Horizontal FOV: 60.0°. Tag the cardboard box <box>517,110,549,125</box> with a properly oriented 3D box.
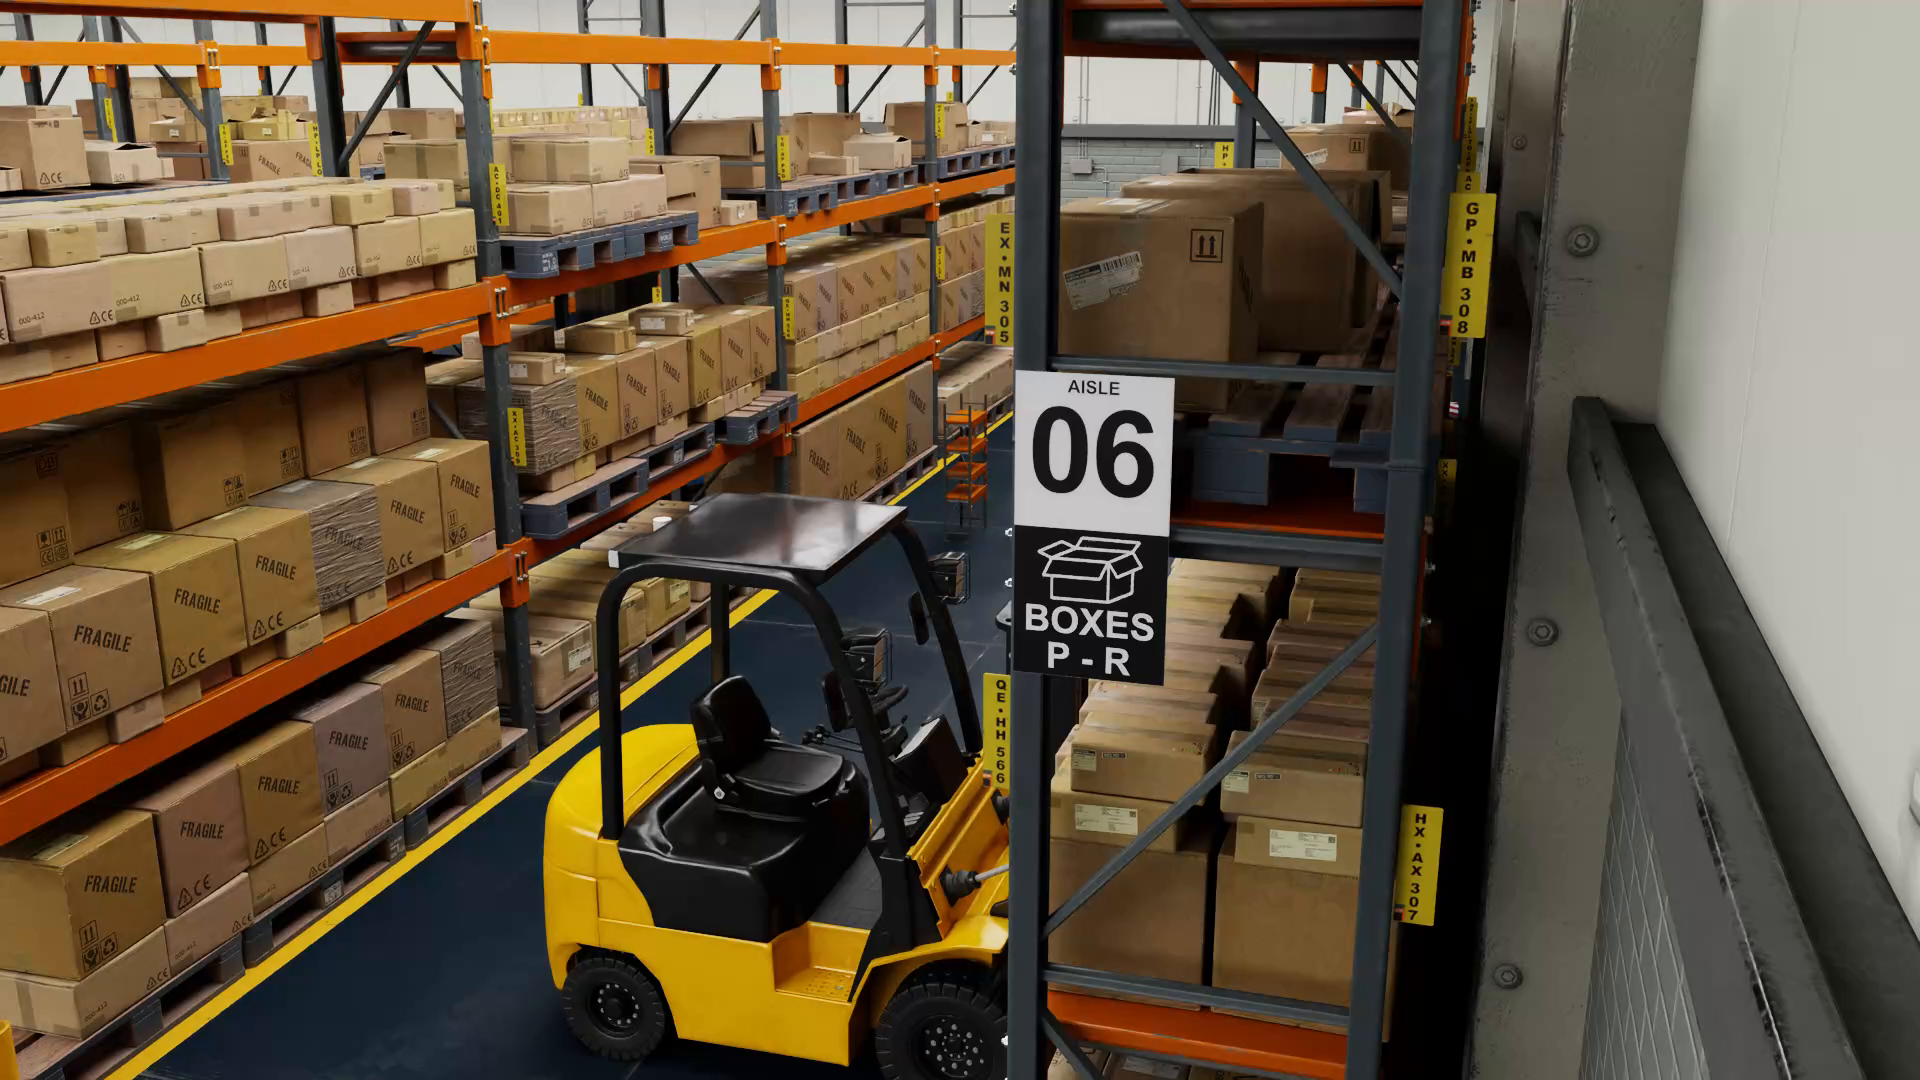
[{"bbox_3d":[-4.885,-4.782,18.823,0.380,0.149,0.250,4,16,14],"label":"cardboard box"}]

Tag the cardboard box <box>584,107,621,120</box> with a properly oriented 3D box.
[{"bbox_3d":[-4.410,-5.265,20.525,0.380,0.149,0.250,4,16,14],"label":"cardboard box"}]

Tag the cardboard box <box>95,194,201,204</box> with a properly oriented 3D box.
[{"bbox_3d":[-3.716,-1.502,7.631,0.380,0.149,0.250,4,16,15],"label":"cardboard box"}]

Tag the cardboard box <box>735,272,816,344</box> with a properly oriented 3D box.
[{"bbox_3d":[-1.485,-1.884,13.460,0.500,0.500,0.500,4,16,14],"label":"cardboard box"}]

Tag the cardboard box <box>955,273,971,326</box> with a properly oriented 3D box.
[{"bbox_3d":[-0.192,-2.574,17.723,0.500,0.500,0.500,5,17,16],"label":"cardboard box"}]

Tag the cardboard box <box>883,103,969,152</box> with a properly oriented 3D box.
[{"bbox_3d":[-0.370,-4.390,17.670,0.797,0.503,0.637,6,17,20],"label":"cardboard box"}]

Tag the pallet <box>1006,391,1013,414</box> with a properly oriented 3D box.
[{"bbox_3d":[0.262,-1.781,20.223,1.003,0.211,1.213,5,16,16],"label":"pallet"}]

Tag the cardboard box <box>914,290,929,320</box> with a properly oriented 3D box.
[{"bbox_3d":[-0.615,-2.326,16.391,0.500,0.250,0.500,5,16,16],"label":"cardboard box"}]

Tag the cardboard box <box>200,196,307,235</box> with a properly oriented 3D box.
[{"bbox_3d":[-3.181,-1.460,7.482,0.380,0.149,0.250,5,17,17],"label":"cardboard box"}]

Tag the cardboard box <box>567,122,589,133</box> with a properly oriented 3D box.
[{"bbox_3d":[-4.695,-4.768,19.504,0.500,0.250,0.500,4,16,13],"label":"cardboard box"}]

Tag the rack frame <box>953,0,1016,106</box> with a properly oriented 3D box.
[{"bbox_3d":[0.414,-6.224,19.783,1.000,3.000,0.127,5,16,16],"label":"rack frame"}]

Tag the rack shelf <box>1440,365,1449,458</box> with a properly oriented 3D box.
[{"bbox_3d":[3.469,-1.038,13.812,1.077,0.370,4.000,5,16,16],"label":"rack shelf"}]

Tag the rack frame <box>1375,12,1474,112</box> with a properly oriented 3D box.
[{"bbox_3d":[5.174,-5.840,18.429,1.000,3.000,0.127,5,16,16],"label":"rack frame"}]

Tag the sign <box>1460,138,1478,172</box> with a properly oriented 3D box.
[{"bbox_3d":[3.430,-2.546,11.219,0.100,0.325,0.005,5,16,16],"label":"sign"}]

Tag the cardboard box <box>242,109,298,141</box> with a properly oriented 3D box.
[{"bbox_3d":[-6.108,-3.681,14.728,0.396,0.266,0.258,5,16,16],"label":"cardboard box"}]

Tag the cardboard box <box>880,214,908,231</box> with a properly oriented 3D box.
[{"bbox_3d":[-0.761,-3.299,17.258,0.380,0.149,0.250,5,17,17],"label":"cardboard box"}]

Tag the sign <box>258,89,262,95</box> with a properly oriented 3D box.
[{"bbox_3d":[-9.618,-6.053,22.929,0.100,0.325,0.005,5,16,16],"label":"sign"}]

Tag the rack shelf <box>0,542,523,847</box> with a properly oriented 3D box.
[{"bbox_3d":[-3.565,0.671,7.786,1.077,0.370,4.000,5,16,16],"label":"rack shelf"}]

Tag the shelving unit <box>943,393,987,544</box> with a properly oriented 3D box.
[{"bbox_3d":[0.047,-0.621,14.318,0.258,1.200,0.503,5,16,16],"label":"shelving unit"}]

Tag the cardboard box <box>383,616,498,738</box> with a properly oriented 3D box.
[{"bbox_3d":[-2.907,0.737,9.129,0.500,0.500,0.500,4,16,15],"label":"cardboard box"}]

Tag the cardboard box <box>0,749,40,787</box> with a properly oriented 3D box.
[{"bbox_3d":[-3.780,0.829,6.371,0.380,0.149,0.250,5,17,17],"label":"cardboard box"}]

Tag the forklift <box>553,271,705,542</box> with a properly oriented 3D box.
[{"bbox_3d":[-3.413,-1.551,14.426,3.031,2.935,1.130,-14,21,-40],"label":"forklift"}]

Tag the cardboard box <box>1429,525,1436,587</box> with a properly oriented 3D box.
[{"bbox_3d":[3.289,0.051,12.465,0.500,0.500,0.500,5,17,18],"label":"cardboard box"}]

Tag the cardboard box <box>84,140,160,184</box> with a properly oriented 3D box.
[{"bbox_3d":[-6.644,-2.956,12.968,0.500,0.311,0.500,5,16,16],"label":"cardboard box"}]

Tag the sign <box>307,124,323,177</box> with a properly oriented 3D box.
[{"bbox_3d":[-3.529,-2.122,9.148,0.100,0.325,0.005,5,16,16],"label":"sign"}]

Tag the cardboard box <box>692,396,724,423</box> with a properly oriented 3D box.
[{"bbox_3d":[-1.907,-0.939,11.833,0.380,0.149,0.250,5,17,17],"label":"cardboard box"}]

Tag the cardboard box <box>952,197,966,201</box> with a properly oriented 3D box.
[{"bbox_3d":[-0.142,-3.975,19.641,0.380,0.149,0.250,5,17,18],"label":"cardboard box"}]

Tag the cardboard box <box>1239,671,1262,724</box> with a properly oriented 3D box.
[{"bbox_3d":[0.817,0.765,5.950,0.500,0.500,0.500,4,16,15],"label":"cardboard box"}]

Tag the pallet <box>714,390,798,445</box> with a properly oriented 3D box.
[{"bbox_3d":[-1.960,-0.958,12.562,1.213,0.211,1.003,5,16,16],"label":"pallet"}]

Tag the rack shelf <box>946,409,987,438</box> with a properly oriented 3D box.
[{"bbox_3d":[0.047,-0.999,14.211,0.258,0.148,0.480,5,16,16],"label":"rack shelf"}]

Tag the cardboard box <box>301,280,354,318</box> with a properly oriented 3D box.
[{"bbox_3d":[-3.100,-1.147,7.838,0.380,0.149,0.250,5,17,17],"label":"cardboard box"}]

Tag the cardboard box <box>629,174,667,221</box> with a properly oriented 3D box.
[{"bbox_3d":[-2.181,-2.160,10.455,0.500,0.250,0.500,4,16,15],"label":"cardboard box"}]

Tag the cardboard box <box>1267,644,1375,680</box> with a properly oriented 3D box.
[{"bbox_3d":[1.180,0.458,5.302,0.380,0.149,0.250,5,17,16],"label":"cardboard box"}]

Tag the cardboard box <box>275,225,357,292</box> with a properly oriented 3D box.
[{"bbox_3d":[-3.165,-1.312,7.690,0.500,0.250,0.500,4,16,15],"label":"cardboard box"}]

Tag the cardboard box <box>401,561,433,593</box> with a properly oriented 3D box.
[{"bbox_3d":[-3.009,0.158,8.736,0.380,0.149,0.250,5,17,16],"label":"cardboard box"}]

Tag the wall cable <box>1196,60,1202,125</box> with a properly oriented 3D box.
[{"bbox_3d":[2.481,-7.675,24.898,2.355,3.000,0.029,5,16,16],"label":"wall cable"}]

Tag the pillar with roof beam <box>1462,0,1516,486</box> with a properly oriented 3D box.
[{"bbox_3d":[0.972,-5.240,16.312,9.100,9.000,0.400,5,16,16],"label":"pillar with roof beam"}]

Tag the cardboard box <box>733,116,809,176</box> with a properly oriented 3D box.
[{"bbox_3d":[-1.637,-3.422,14.447,0.500,0.500,0.500,5,17,16],"label":"cardboard box"}]

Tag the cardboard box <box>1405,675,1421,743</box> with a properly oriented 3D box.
[{"bbox_3d":[1.333,0.543,5.547,0.380,0.149,0.250,5,17,16],"label":"cardboard box"}]

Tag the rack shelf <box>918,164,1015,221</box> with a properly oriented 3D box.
[{"bbox_3d":[-0.154,-3.912,18.446,1.077,0.370,4.000,5,16,16],"label":"rack shelf"}]

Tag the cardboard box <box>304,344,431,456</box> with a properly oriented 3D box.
[{"bbox_3d":[-3.329,-0.773,8.996,0.700,0.500,0.500,4,16,15],"label":"cardboard box"}]

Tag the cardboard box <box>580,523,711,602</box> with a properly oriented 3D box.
[{"bbox_3d":[-2.232,0.158,12.322,0.950,0.372,0.625,4,16,15],"label":"cardboard box"}]

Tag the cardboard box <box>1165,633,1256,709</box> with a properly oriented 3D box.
[{"bbox_3d":[0.758,0.422,5.429,0.380,0.149,0.250,5,17,16],"label":"cardboard box"}]

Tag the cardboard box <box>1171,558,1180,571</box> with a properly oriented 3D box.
[{"bbox_3d":[1.084,0.154,6.919,0.380,0.149,0.250,4,16,15],"label":"cardboard box"}]

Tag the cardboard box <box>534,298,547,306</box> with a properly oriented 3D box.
[{"bbox_3d":[-4.993,-2.795,19.146,0.380,0.149,0.250,4,16,13],"label":"cardboard box"}]

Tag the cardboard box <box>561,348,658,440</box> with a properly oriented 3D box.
[{"bbox_3d":[-2.293,-0.952,10.690,0.500,0.500,0.500,5,16,16],"label":"cardboard box"}]

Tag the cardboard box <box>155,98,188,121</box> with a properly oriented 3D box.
[{"bbox_3d":[-9.902,-5.151,20.361,0.700,0.500,0.500,6,17,19],"label":"cardboard box"}]

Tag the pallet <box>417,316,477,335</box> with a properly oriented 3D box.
[{"bbox_3d":[-5.854,-2.368,17.533,1.003,0.211,1.213,5,16,16],"label":"pallet"}]

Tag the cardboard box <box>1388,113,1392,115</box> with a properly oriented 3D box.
[{"bbox_3d":[4.515,-4.348,17.478,0.500,0.250,0.500,4,16,15],"label":"cardboard box"}]

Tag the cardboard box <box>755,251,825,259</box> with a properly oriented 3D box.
[{"bbox_3d":[-1.527,-2.326,15.017,0.500,0.500,0.500,4,16,15],"label":"cardboard box"}]

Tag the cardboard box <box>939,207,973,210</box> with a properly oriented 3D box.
[{"bbox_3d":[-0.069,-3.533,18.085,0.380,0.149,0.250,5,16,16],"label":"cardboard box"}]

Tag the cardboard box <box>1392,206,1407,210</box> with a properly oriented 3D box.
[{"bbox_3d":[2.149,-1.669,8.727,0.380,0.149,0.250,5,16,16],"label":"cardboard box"}]

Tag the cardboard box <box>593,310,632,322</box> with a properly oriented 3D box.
[{"bbox_3d":[-2.351,-1.402,12.276,0.500,0.500,0.500,6,17,19],"label":"cardboard box"}]
